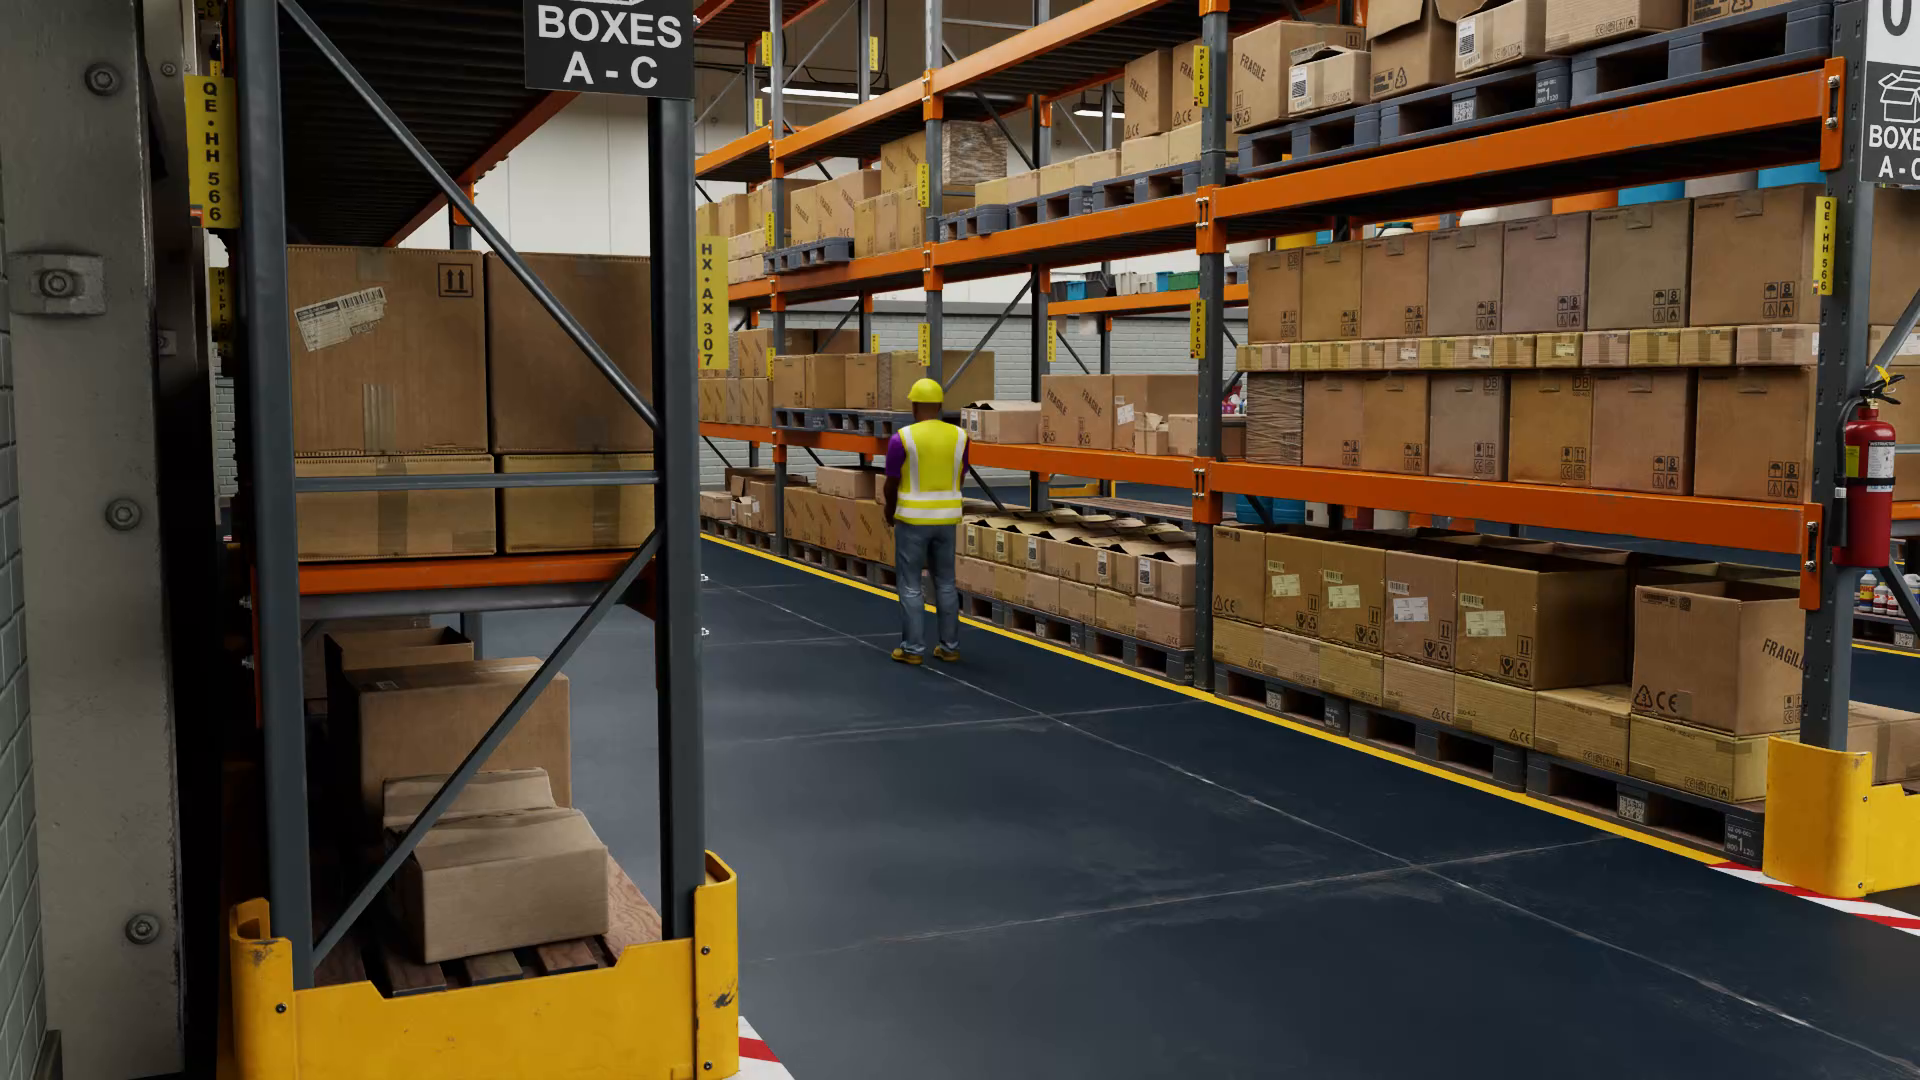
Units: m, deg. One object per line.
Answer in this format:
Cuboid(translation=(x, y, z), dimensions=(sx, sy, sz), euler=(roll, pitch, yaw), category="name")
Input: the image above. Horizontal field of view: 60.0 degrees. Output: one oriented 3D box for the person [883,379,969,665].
Cuboid(translation=(-0.239, -0.123, 10.434), dimensions=(0.548, 1.770, 0.541), euler=(-2, 6, -24), category="person")
